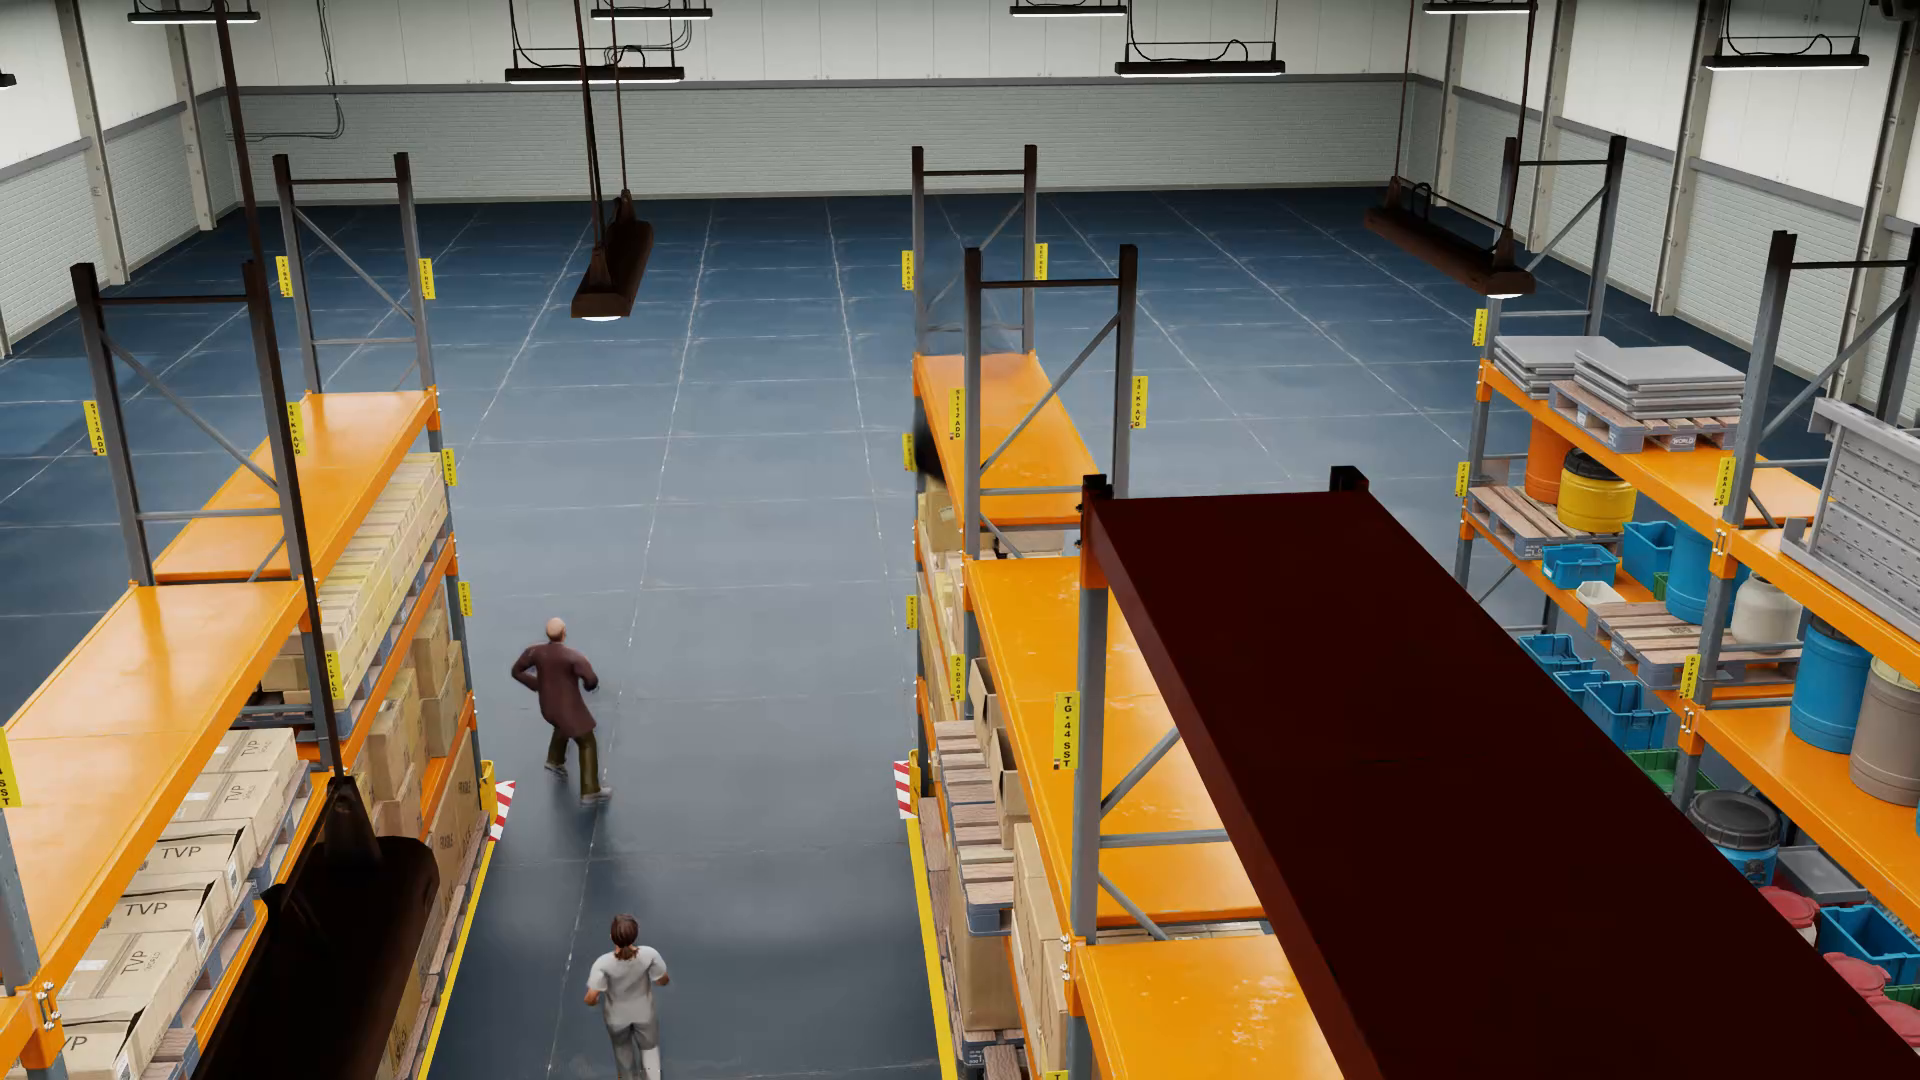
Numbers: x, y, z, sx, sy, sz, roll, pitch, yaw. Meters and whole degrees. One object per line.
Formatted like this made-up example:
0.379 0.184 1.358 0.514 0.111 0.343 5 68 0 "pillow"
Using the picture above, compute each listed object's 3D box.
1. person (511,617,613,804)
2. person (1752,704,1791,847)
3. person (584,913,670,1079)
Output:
-3.662 1.572 15.375 0.902 1.753 0.762 5 22 13 "person"
7.077 2.131 14.280 0.546 1.470 0.533 -8 23 -20 "person"
-2.240 3.235 11.259 0.574 1.624 0.758 -7 23 -16 "person"
